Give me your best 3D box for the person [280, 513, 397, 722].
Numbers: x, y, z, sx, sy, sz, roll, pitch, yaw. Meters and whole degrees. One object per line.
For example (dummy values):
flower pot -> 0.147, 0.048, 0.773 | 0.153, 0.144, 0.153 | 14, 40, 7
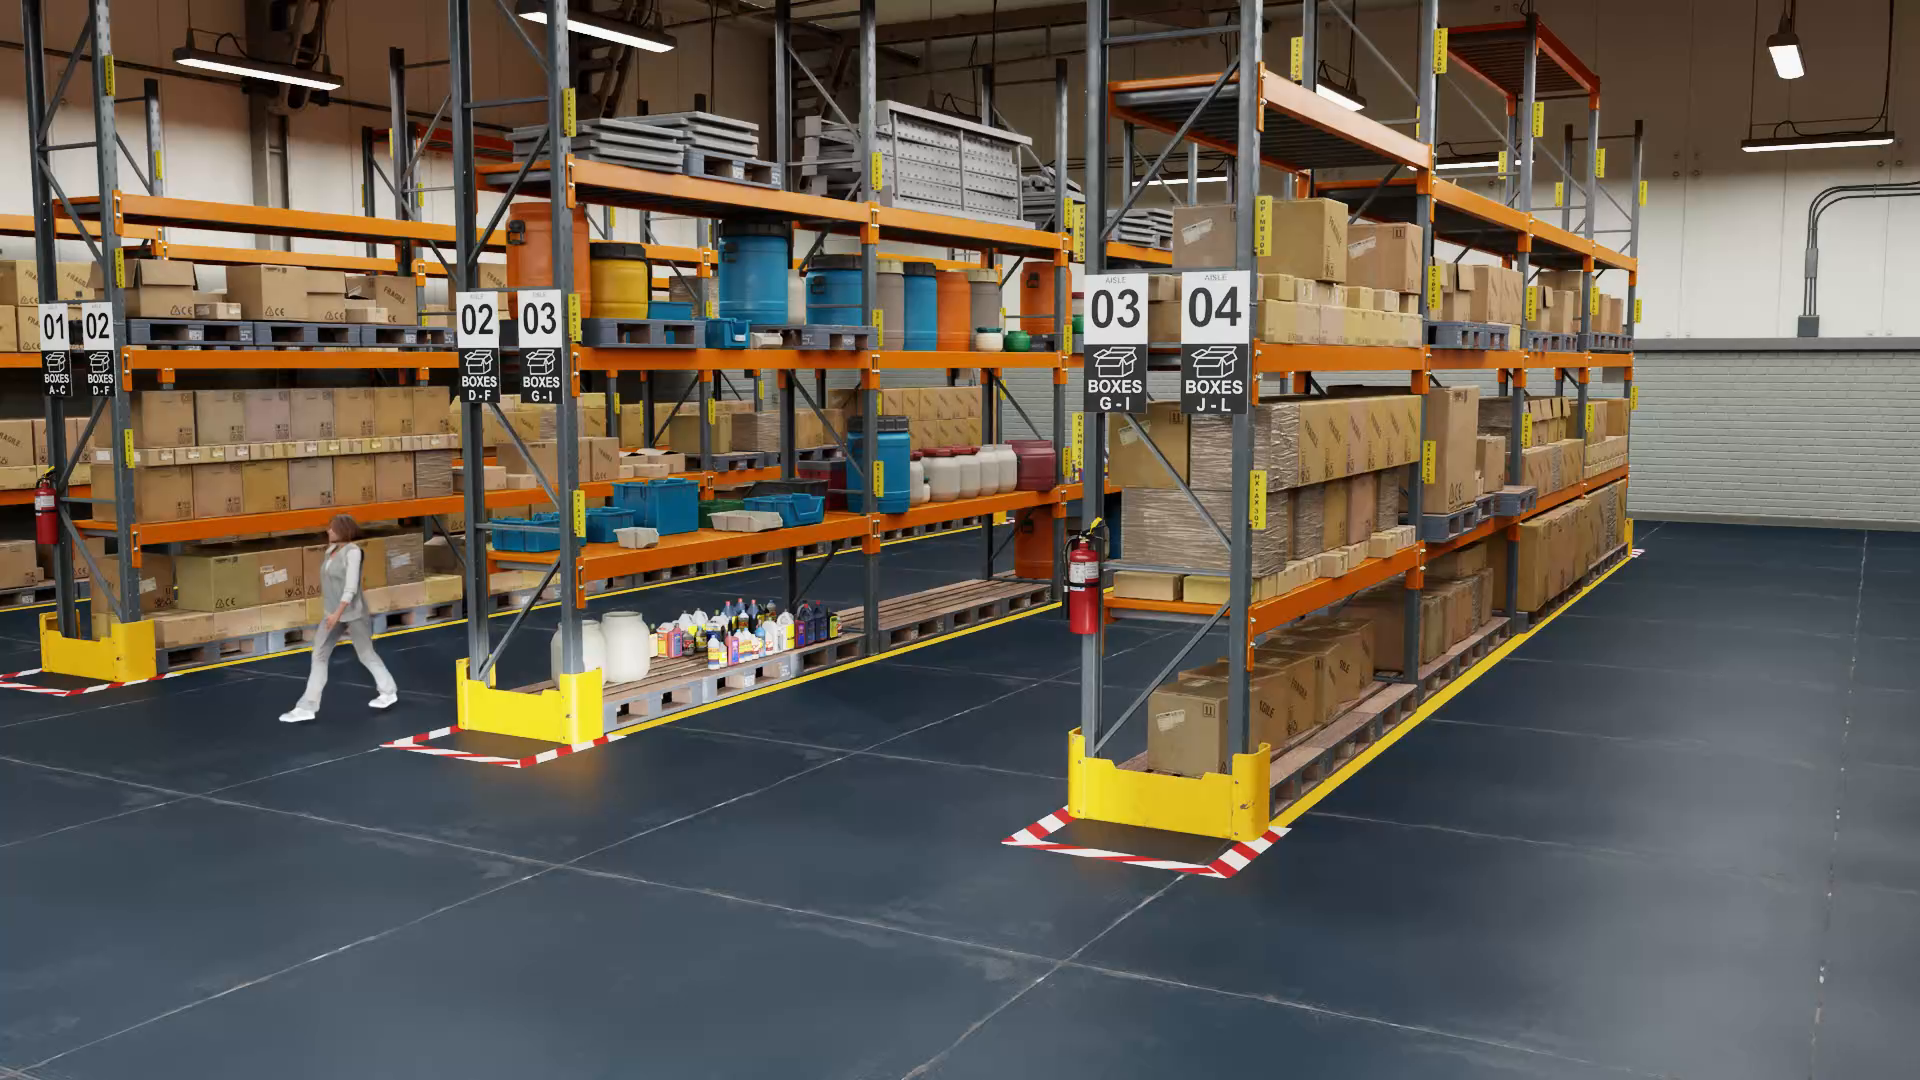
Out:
person -> -4.667, 0.565, 12.547 | 0.449, 1.532, 0.954 | 4, 7, 32
